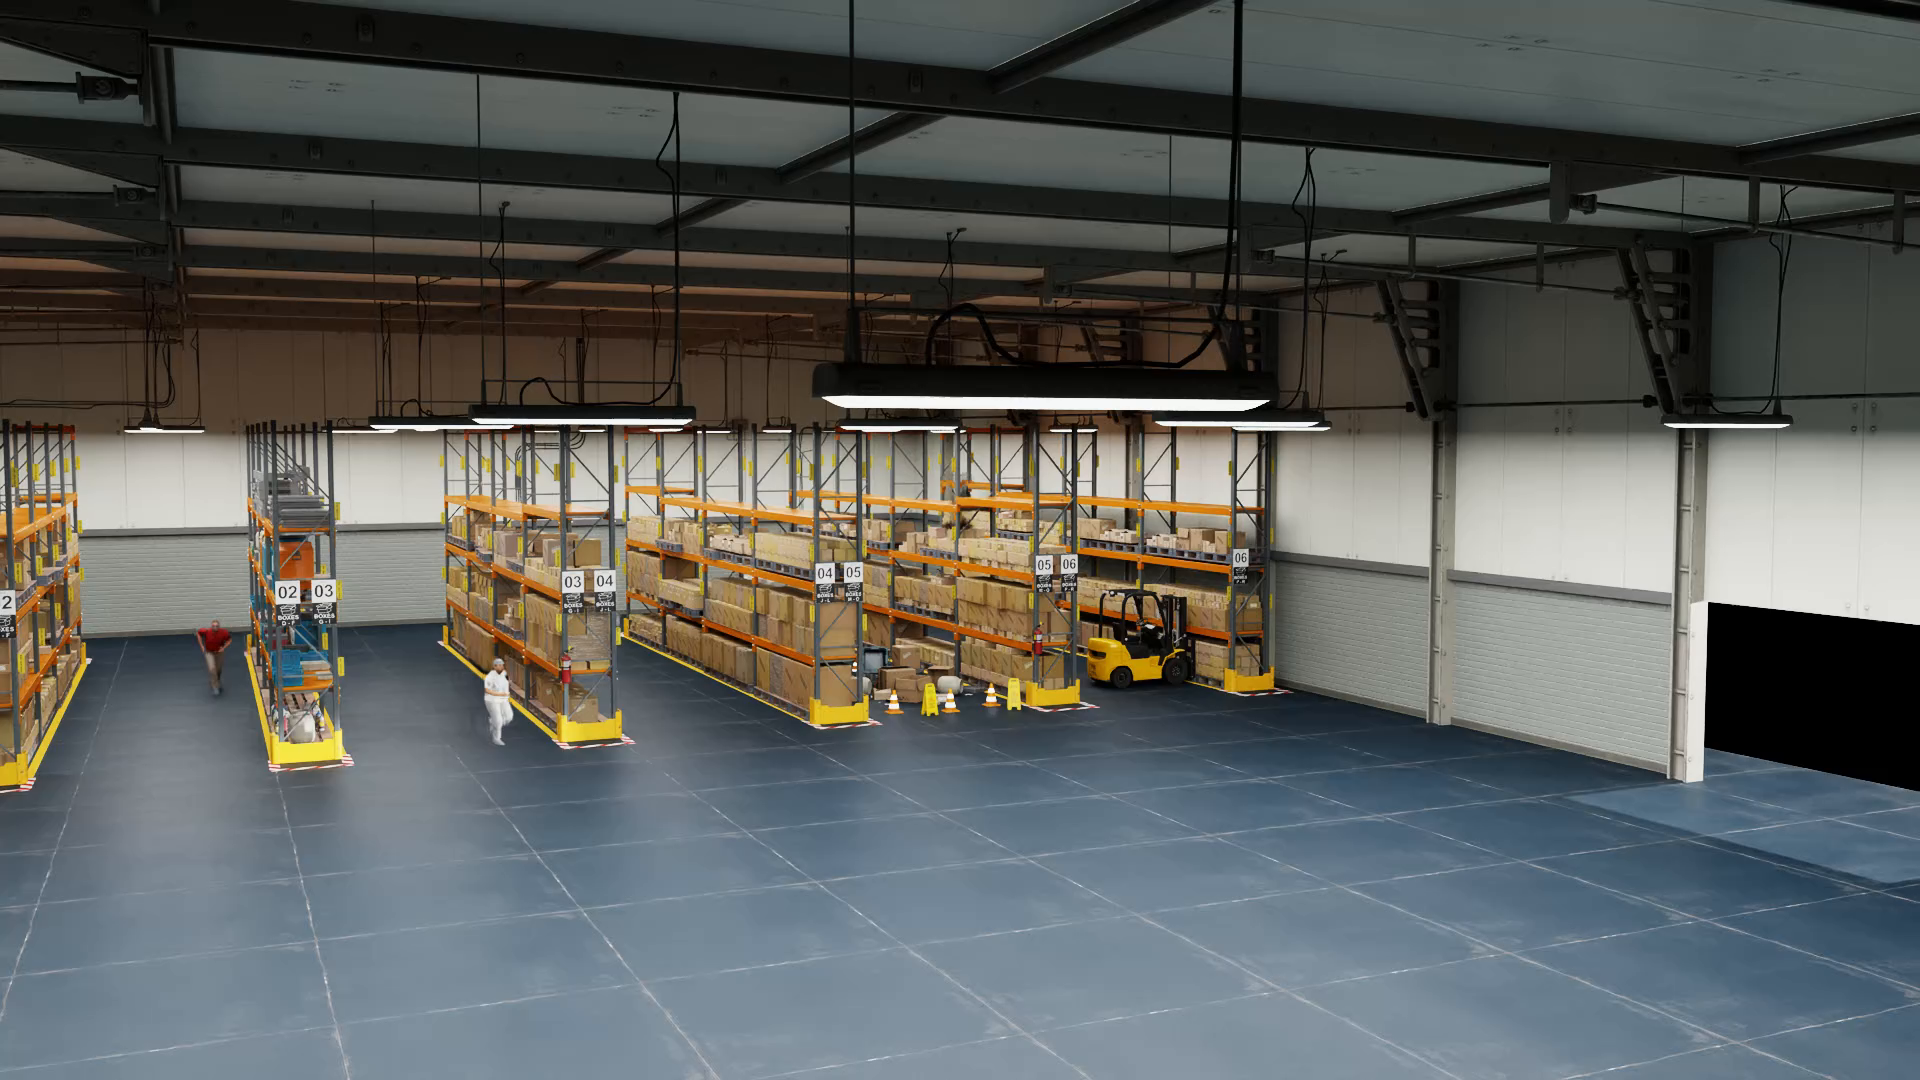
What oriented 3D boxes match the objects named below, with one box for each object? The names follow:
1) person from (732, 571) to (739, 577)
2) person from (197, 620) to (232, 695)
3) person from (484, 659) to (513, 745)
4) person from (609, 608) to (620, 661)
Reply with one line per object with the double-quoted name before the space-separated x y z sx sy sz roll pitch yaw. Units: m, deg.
"person" -6.882 1.684 51.008 0.587 1.722 0.703 -3 5 -39
"person" -16.696 2.602 37.249 0.692 1.696 1.007 -2 4 -23
"person" -8.549 3.002 30.875 0.623 1.619 0.645 2 4 33
"person" -8.988 2.251 42.554 0.616 1.655 0.554 -1 4 -22
